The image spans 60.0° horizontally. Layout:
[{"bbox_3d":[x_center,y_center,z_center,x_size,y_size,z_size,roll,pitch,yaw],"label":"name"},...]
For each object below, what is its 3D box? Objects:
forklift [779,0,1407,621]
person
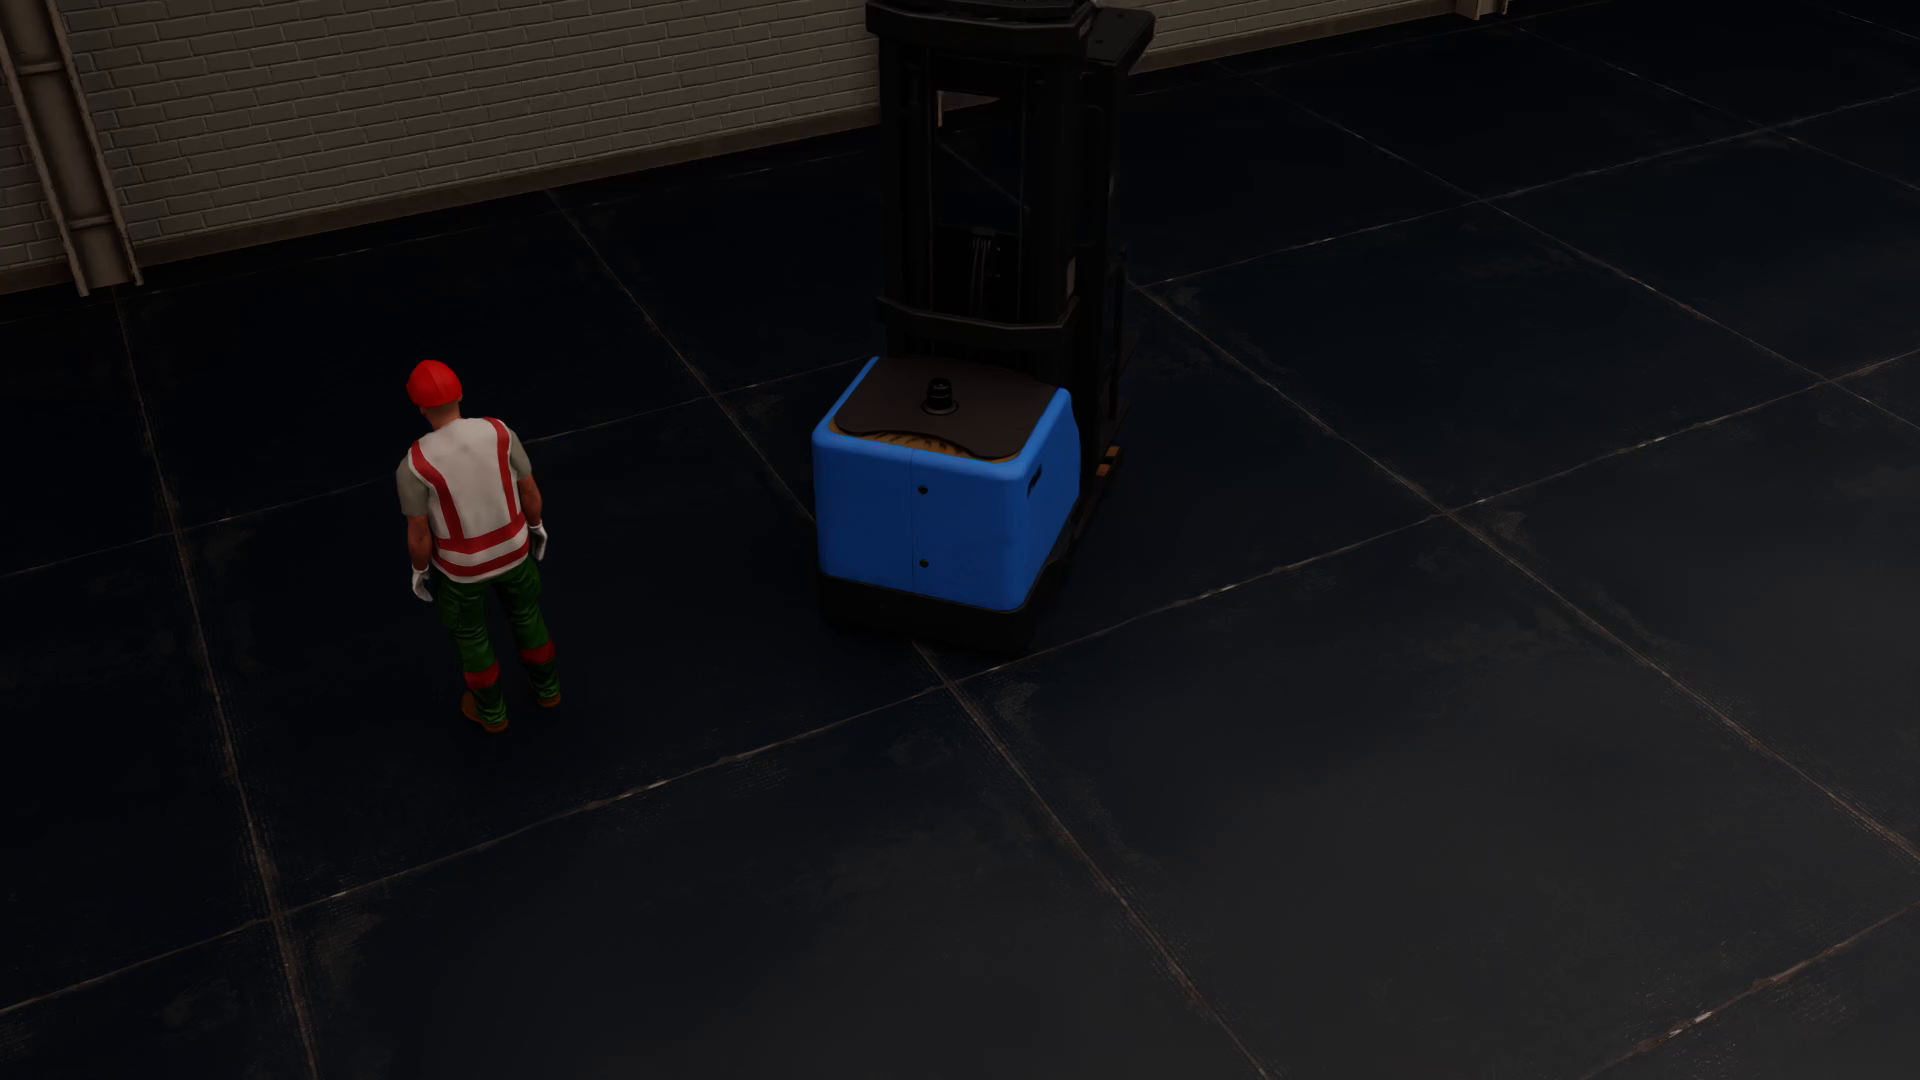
[{"bbox_3d":[0.693,-1.129,7.721,3.031,2.935,1.130,4,35,5],"label":"forklift"},{"bbox_3d":[-2.053,0.050,7.054,0.612,1.778,0.451,-24,42,-30],"label":"person"}]
